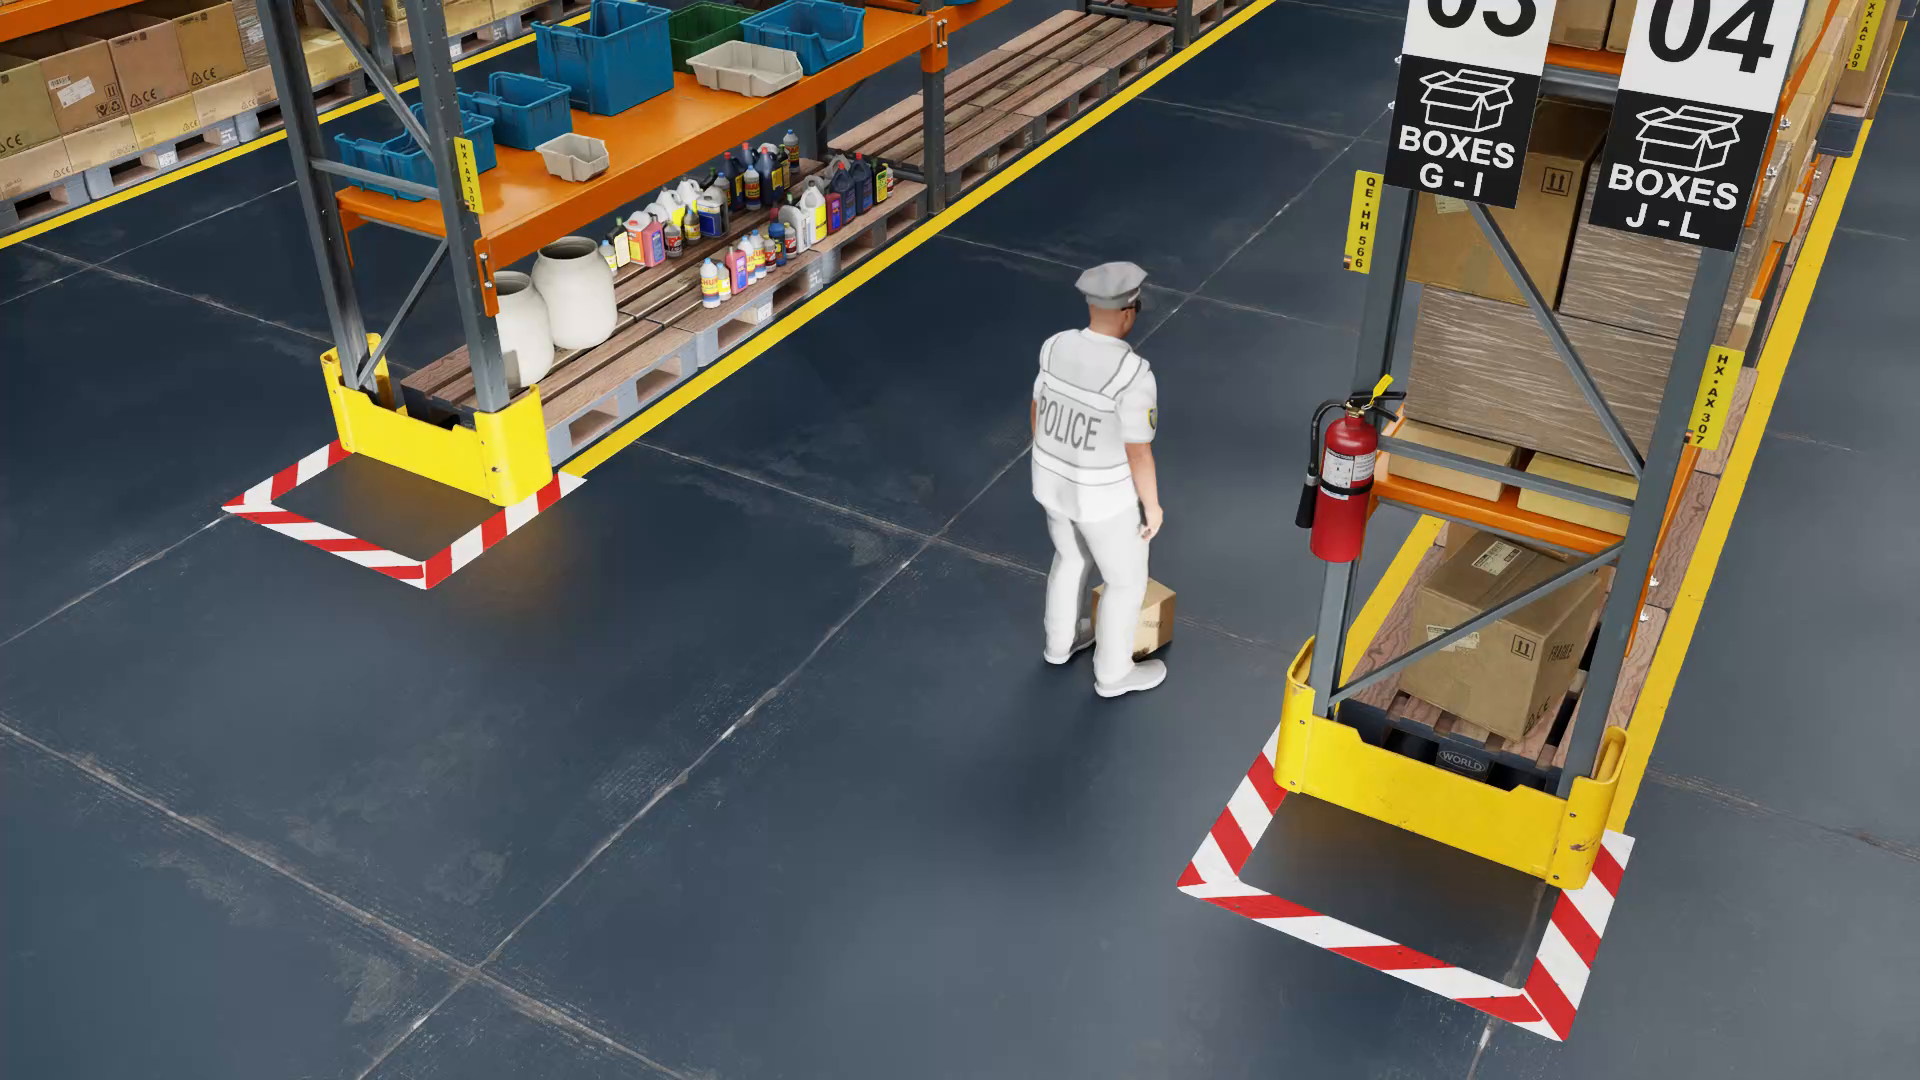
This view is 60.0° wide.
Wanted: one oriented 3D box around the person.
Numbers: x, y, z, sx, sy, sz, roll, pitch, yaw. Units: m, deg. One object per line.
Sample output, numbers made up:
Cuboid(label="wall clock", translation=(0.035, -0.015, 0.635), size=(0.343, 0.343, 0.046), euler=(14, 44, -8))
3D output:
Cuboid(label="person", translation=(0.522, -0.204, 6.439), size=(0.444, 1.747, 0.601), euler=(-29, 43, -36))
